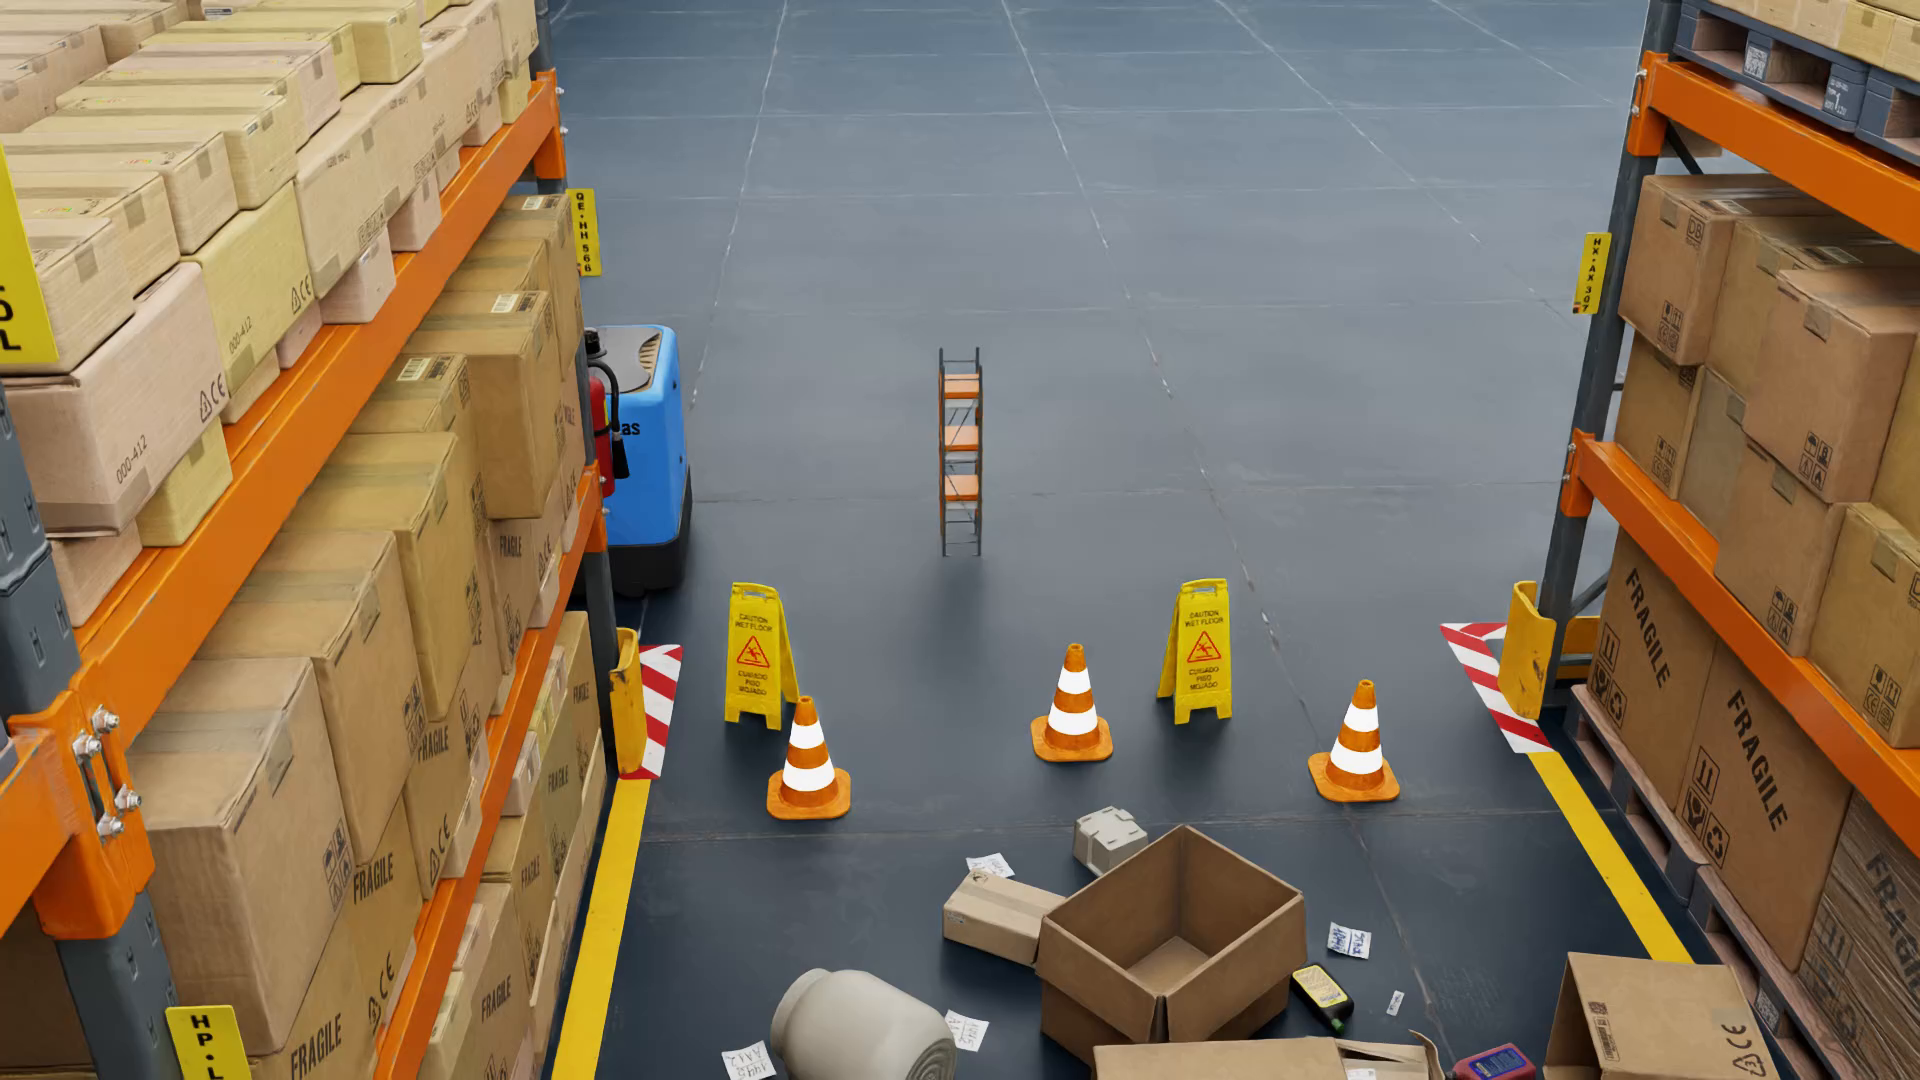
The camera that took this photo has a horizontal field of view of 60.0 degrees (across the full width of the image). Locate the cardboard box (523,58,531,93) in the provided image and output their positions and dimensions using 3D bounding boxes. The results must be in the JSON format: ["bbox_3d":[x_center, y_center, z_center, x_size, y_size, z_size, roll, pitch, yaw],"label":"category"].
[{"bbox_3d":[-1.627,-1.522,5.453,0.380,0.149,0.250,-1,28,-2],"label":"cardboard box"}]

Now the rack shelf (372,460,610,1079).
[{"bbox_3d":[-1.820,0.781,4.787,1.077,0.370,4.000,-1,28,-3],"label":"rack shelf"}]

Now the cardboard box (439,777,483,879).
[{"bbox_3d":[-1.469,0.753,4.335,0.380,0.149,0.250,-1,28,-2],"label":"cardboard box"}]

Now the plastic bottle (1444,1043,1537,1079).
[{"bbox_3d":[1.707,1.725,5.377,0.283,0.061,0.133,-11,30,-20],"label":"plastic bottle"}]

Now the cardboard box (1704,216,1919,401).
[{"bbox_3d":[3.115,-0.749,5.613,0.875,0.550,0.550,-1,28,-3],"label":"cardboard box"}]

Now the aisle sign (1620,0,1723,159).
[{"bbox_3d":[2.710,-1.806,6.158,0.394,0.787,0.004,-1,28,-3],"label":"aisle sign"}]

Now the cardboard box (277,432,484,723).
[{"bbox_3d":[-1.526,0.089,3.826,0.700,0.500,0.500,-2,28,-4],"label":"cardboard box"}]

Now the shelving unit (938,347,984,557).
[{"bbox_3d":[0.003,-0.441,8.460,0.215,1.050,0.252,-1,28,-3],"label":"shelving unit"}]

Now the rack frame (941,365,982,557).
[{"bbox_3d":[0.009,-0.384,8.352,0.200,1.050,0.008,-1,28,-3],"label":"rack frame"}]

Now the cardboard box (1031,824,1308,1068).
[{"bbox_3d":[0.695,1.395,5.531,0.797,0.503,0.637,-23,35,-37],"label":"cardboard box"}]

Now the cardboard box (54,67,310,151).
[{"bbox_3d":[-1.504,-0.817,3.238,0.380,0.149,0.250,-2,28,-4],"label":"cardboard box"}]

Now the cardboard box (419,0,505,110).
[{"bbox_3d":[-1.617,-1.395,4.777,0.500,0.250,0.500,-2,28,-3],"label":"cardboard box"}]

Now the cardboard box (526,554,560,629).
[{"bbox_3d":[-1.532,0.168,5.455,0.380,0.149,0.250,-1,28,-2],"label":"cardboard box"}]

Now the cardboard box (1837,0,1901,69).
[{"bbox_3d":[2.764,-1.445,4.742,0.380,0.149,0.250,-1,28,-2],"label":"cardboard box"}]

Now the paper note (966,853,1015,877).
[{"bbox_3d":[0.113,1.243,6.334,0.148,0.019,0.142,-11,30,-20],"label":"paper note"}]

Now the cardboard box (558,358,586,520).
[{"bbox_3d":[-1.621,-0.394,5.832,0.500,0.500,0.500,-2,28,-4],"label":"cardboard box"}]

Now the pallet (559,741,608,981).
[{"bbox_3d":[-1.913,1.186,6.248,1.003,0.211,1.213,-1,28,-3],"label":"pallet"}]

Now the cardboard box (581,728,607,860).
[{"bbox_3d":[-1.612,0.949,6.206,0.500,0.250,0.500,-2,28,-3],"label":"cardboard box"}]

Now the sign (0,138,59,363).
[{"bbox_3d":[-1.162,-0.363,1.975,0.100,0.325,0.005,-1,28,-3],"label":"sign"}]

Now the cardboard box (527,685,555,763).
[{"bbox_3d":[-1.526,0.599,5.365,0.380,0.149,0.250,-1,28,-2],"label":"cardboard box"}]

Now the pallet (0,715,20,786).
[{"bbox_3d":[-1.790,0.426,1.648,1.213,0.211,1.003,-1,28,-3],"label":"pallet"}]

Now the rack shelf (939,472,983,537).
[{"bbox_3d":[0.003,-0.185,8.593,0.215,0.259,0.240,-1,28,-3],"label":"rack shelf"}]

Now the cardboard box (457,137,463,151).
[{"bbox_3d":[-1.654,-1.166,4.770,0.380,0.149,0.250,-1,28,-2],"label":"cardboard box"}]

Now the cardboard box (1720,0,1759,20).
[{"bbox_3d":[2.725,-1.793,5.411,0.380,0.149,0.250,-1,28,-2],"label":"cardboard box"}]

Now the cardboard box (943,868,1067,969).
[{"bbox_3d":[0.161,1.358,5.985,0.380,0.149,0.250,13,30,24],"label":"cardboard box"}]

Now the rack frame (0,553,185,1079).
[{"bbox_3d":[-1.716,1.385,2.850,1.000,3.000,0.127,-1,28,-3],"label":"rack frame"}]

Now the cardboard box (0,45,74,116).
[{"bbox_3d":[-2.085,-0.925,3.446,0.380,0.149,0.250,-1,28,-2],"label":"cardboard box"}]

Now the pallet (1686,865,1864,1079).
[{"bbox_3d":[3.194,1.538,5.573,1.003,0.211,1.213,-1,28,-3],"label":"pallet"}]

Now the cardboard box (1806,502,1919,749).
[{"bbox_3d":[3.101,0.235,4.894,0.875,0.550,0.500,-1,28,-3],"label":"cardboard box"}]

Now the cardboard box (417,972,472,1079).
[{"bbox_3d":[-1.452,1.223,4.169,0.380,0.149,0.250,0,28,-1],"label":"cardboard box"}]

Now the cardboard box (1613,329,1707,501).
[{"bbox_3d":[3.078,-0.524,6.349,0.875,0.550,0.550,-1,28,-3],"label":"cardboard box"}]

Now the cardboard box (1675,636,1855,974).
[{"bbox_3d":[3.163,0.846,5.728,0.875,0.875,0.875,-2,28,-3],"label":"cardboard box"}]

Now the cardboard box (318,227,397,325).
[{"bbox_3d":[-1.467,-0.581,3.647,0.380,0.149,0.250,-2,28,-4],"label":"cardboard box"}]

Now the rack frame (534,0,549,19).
[{"bbox_3d":[-1.924,-3.122,5.004,1.000,3.000,0.127,-1,28,-3],"label":"rack frame"}]

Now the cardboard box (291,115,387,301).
[{"bbox_3d":[-1.515,-0.689,3.425,0.500,0.250,0.500,-1,28,-2],"label":"cardboard box"}]

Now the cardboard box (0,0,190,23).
[{"bbox_3d":[-2.150,-1.279,4.125,0.380,0.149,0.250,-1,28,-1],"label":"cardboard box"}]

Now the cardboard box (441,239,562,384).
[{"bbox_3d":[-1.661,-0.617,5.178,0.700,0.500,0.500,-1,28,-2],"label":"cardboard box"}]

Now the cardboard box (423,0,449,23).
[{"bbox_3d":[-1.643,-1.529,4.604,0.380,0.149,0.250,-1,28,-2],"label":"cardboard box"}]

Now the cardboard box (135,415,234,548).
[{"bbox_3d":[-1.442,-0.105,2.736,0.380,0.149,0.250,-1,28,-3],"label":"cardboard box"}]

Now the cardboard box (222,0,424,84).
[{"bbox_3d":[-1.498,-1.178,3.930,0.380,0.149,0.250,-1,28,-1],"label":"cardboard box"}]

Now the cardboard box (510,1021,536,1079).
[{"bbox_3d":[-1.546,1.648,4.865,0.500,0.250,0.500,-2,28,-3],"label":"cardboard box"}]

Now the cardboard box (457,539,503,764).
[{"bbox_3d":[-1.569,0.303,4.496,0.500,0.500,0.500,-1,28,-2],"label":"cardboard box"}]

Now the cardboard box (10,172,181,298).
[{"bbox_3d":[-1.449,-0.459,2.553,0.380,0.149,0.250,-1,28,-1],"label":"cardboard box"}]

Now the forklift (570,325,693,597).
[{"bbox_3d":[-2.919,-1.185,7.852,3.031,2.935,1.130,-2,28,-4],"label":"forklift"}]

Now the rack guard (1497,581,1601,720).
[{"bbox_3d":[3.012,0.469,7.310,1.175,0.500,0.348,-1,28,-3],"label":"rack guard"}]

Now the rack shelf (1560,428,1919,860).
[{"bbox_3d":[3.118,0.615,5.106,1.077,0.370,4.000,-1,28,-3],"label":"rack shelf"}]

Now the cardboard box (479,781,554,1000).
[{"bbox_3d":[-1.572,1.076,5.151,0.500,0.500,0.500,-2,28,-4],"label":"cardboard box"}]

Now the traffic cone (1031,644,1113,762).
[{"bbox_3d":[0.477,0.647,7.010,0.336,0.463,0.334,-1,28,-3],"label":"traffic cone"}]

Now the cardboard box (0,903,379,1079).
[{"bbox_3d":[-1.460,0.999,3.161,0.500,0.500,0.500,-1,28,-3],"label":"cardboard box"}]
